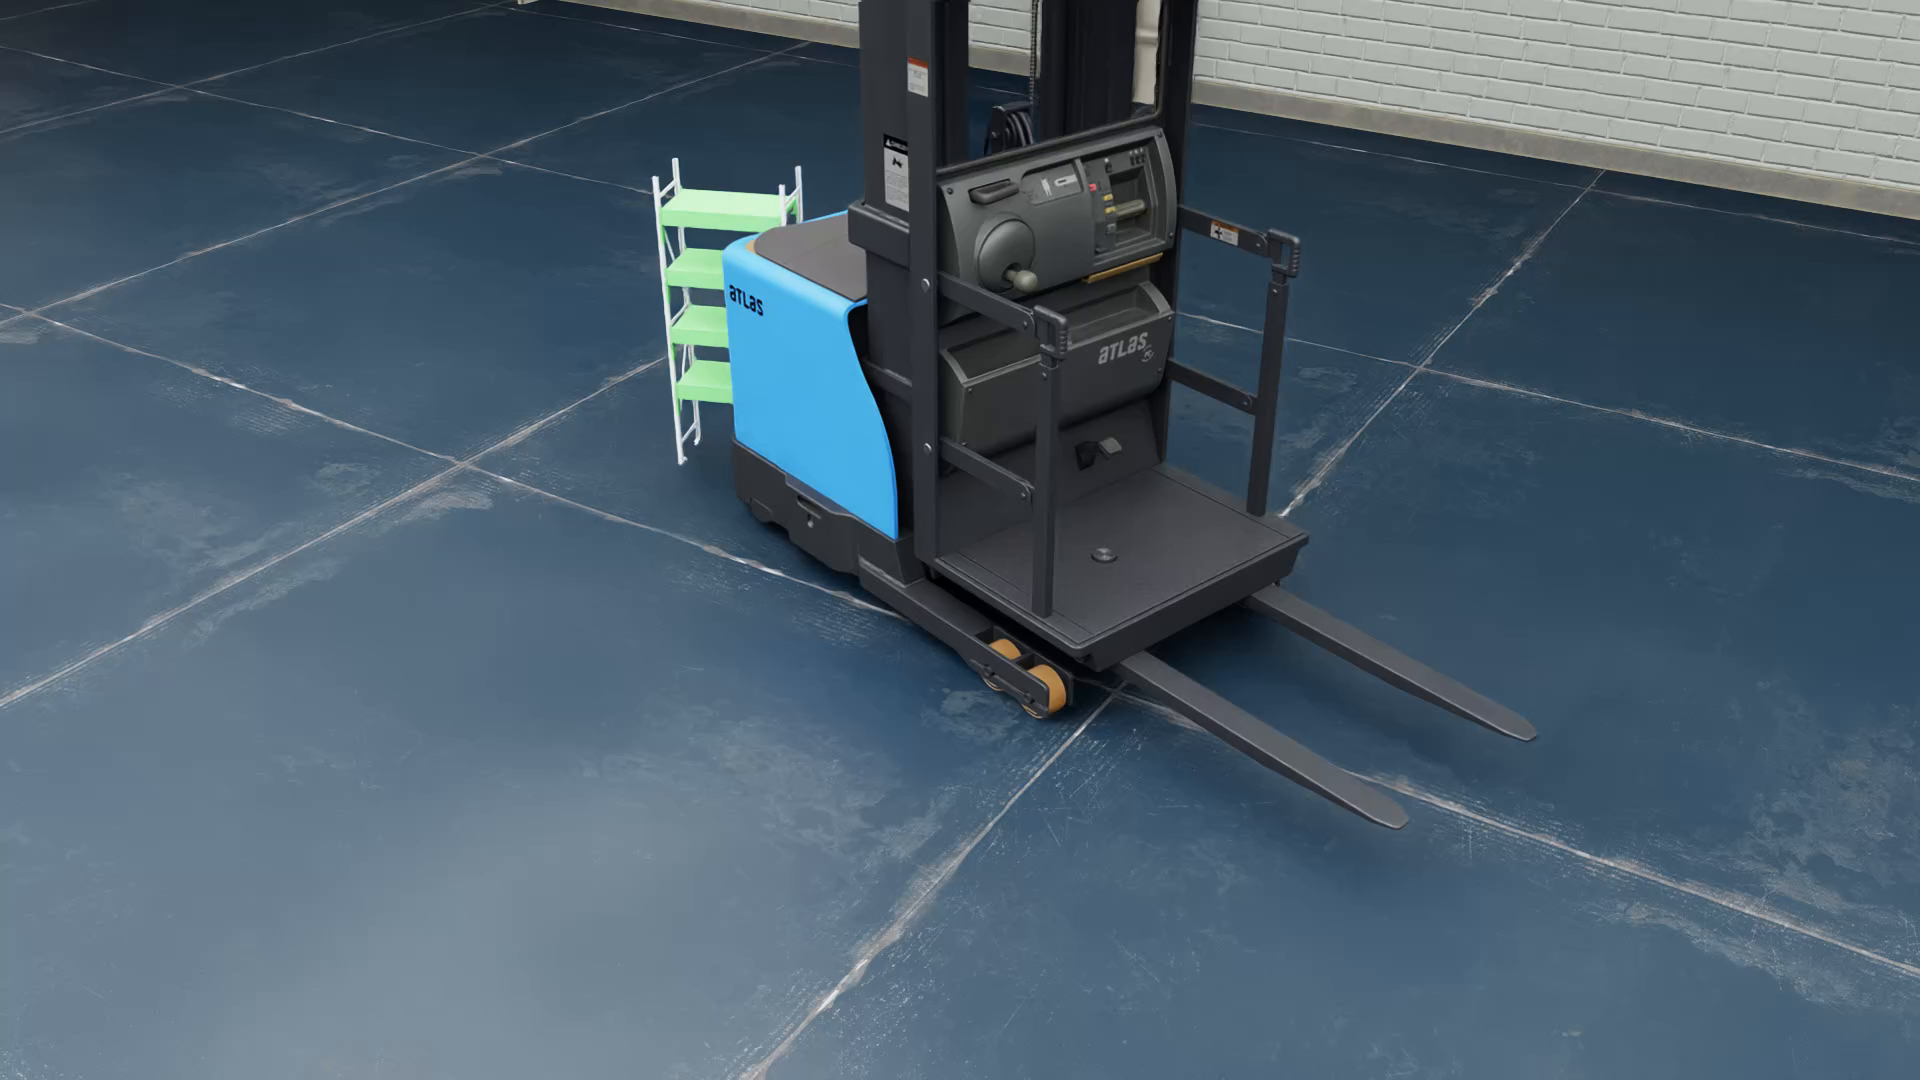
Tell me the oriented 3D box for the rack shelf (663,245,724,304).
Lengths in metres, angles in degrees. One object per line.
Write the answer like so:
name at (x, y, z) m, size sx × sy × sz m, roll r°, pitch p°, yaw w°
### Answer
rack shelf at (-0.874, -1.014, 6.446) m, size 0.480 × 0.148 × 0.258 m, roll 6°, pitch 31°, yaw 9°

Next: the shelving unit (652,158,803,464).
shelving unit at (-0.874, -0.862, 6.534) m, size 0.503 × 1.200 × 0.258 m, roll 6°, pitch 31°, yaw 9°

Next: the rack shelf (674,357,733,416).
rack shelf at (-0.875, -0.599, 6.688) m, size 0.480 × 0.148 × 0.258 m, roll 6°, pitch 31°, yaw 9°

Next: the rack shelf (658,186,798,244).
rack shelf at (-0.873, -1.221, 6.324) m, size 0.480 × 0.148 × 0.258 m, roll 6°, pitch 31°, yaw 9°

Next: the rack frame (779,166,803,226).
rack frame at (-0.635, -0.838, 6.495) m, size 0.015 × 1.200 × 0.240 m, roll 6°, pitch 31°, yaw 9°

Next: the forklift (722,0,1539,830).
forklift at (0.461, -0.988, 5.035) m, size 1.130 × 2.935 × 3.031 m, roll -23°, pitch 37°, yaw -34°

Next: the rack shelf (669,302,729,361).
rack shelf at (-0.875, -0.807, 6.567) m, size 0.480 × 0.148 × 0.258 m, roll 6°, pitch 31°, yaw 9°

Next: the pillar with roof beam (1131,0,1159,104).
pillar with roof beam at (-0.965, -5.055, 5.985) m, size 0.400 × 9.000 × 9.100 m, roll 18°, pitch 35°, yaw 27°

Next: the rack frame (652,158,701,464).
rack frame at (-1.114, -0.886, 6.574) m, size 0.015 × 1.200 × 0.240 m, roll 6°, pitch 31°, yaw 9°
